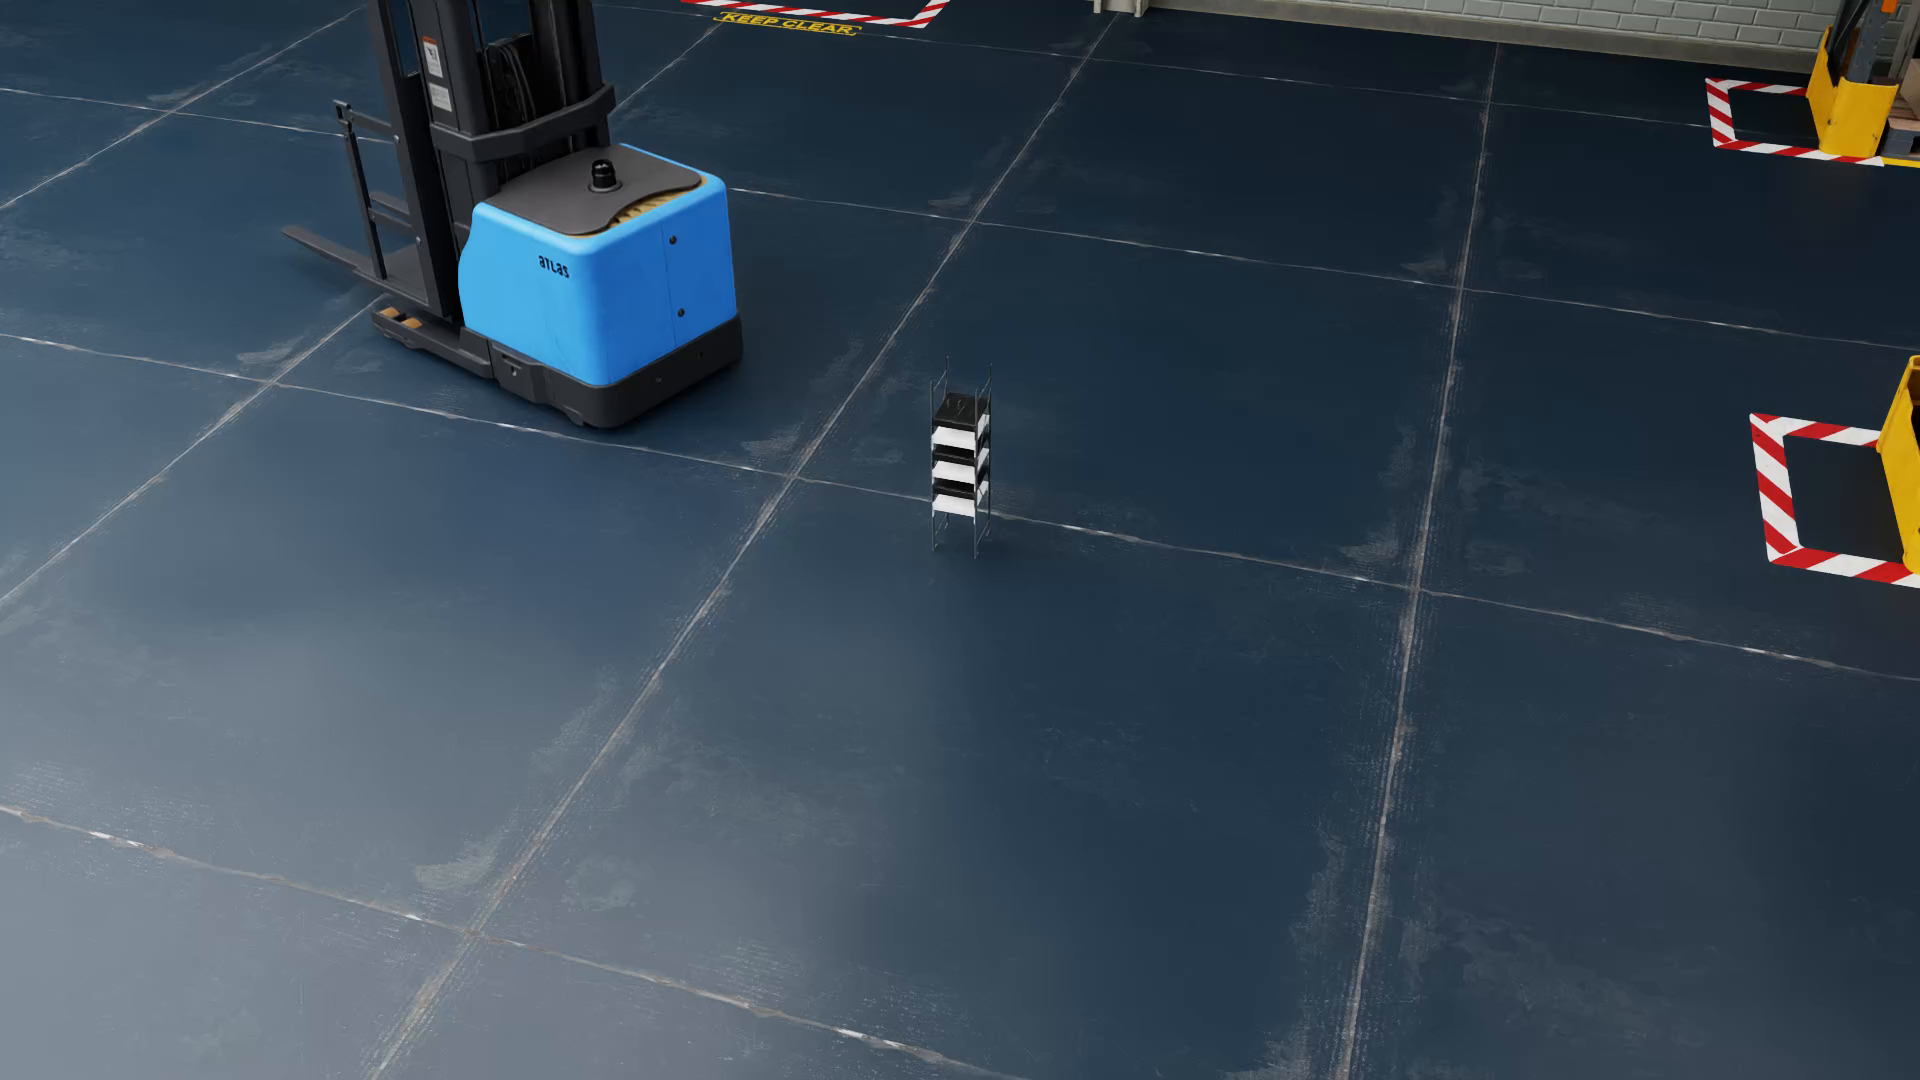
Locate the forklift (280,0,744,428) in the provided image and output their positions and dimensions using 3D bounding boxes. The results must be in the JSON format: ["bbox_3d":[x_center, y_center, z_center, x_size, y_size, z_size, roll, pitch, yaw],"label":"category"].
[{"bbox_3d":[-2.647,-2.458,8.617,3.031,2.935,1.130,25,43,30],"label":"forklift"}]

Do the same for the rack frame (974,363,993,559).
[{"bbox_3d":[0.105,-0.343,7.457,0.006,0.900,0.240,10,38,14],"label":"rack frame"}]

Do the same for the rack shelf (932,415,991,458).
[{"bbox_3d":[0.008,-0.479,7.394,0.200,0.077,0.258,10,38,14],"label":"rack shelf"}]

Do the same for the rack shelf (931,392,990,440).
[{"bbox_3d":[0.008,-0.552,7.341,0.200,0.077,0.258,10,38,14],"label":"rack shelf"}]

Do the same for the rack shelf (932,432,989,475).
[{"bbox_3d":[0.008,-0.407,7.448,0.200,0.077,0.258,10,38,14],"label":"rack shelf"}]

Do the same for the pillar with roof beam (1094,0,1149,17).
[{"bbox_3d":[0.045,-5.563,7.717,0.400,9.000,9.100,10,38,14],"label":"pillar with roof beam"}]

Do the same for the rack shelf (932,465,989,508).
[{"bbox_3d":[0.008,-0.262,7.554,0.200,0.077,0.258,10,38,14],"label":"rack shelf"}]

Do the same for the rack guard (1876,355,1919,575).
[{"bbox_3d":[4.633,-0.351,7.805,0.348,0.500,1.175,10,38,14],"label":"rack guard"}]

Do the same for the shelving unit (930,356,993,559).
[{"bbox_3d":[0.008,-0.361,7.481,0.210,0.900,0.258,10,38,14],"label":"shelving unit"}]

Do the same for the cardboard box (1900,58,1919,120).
[{"bbox_3d":[6.763,-3.078,11.298,0.500,0.311,0.500,6,37,9],"label":"cardboard box"}]

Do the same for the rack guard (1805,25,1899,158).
[{"bbox_3d":[6.202,-3.136,11.590,0.348,0.500,1.175,10,38,14],"label":"rack guard"}]

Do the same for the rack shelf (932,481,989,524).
[{"bbox_3d":[0.008,-0.189,7.608,0.200,0.077,0.258,10,38,14],"label":"rack shelf"}]

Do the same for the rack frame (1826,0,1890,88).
[{"bbox_3d":[6.130,-4.157,10.867,0.127,3.000,1.000,10,38,14],"label":"rack frame"}]

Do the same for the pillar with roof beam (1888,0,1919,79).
[{"bbox_3d":[5.772,-4.503,6.276,0.400,9.000,9.100,10,38,14],"label":"pillar with roof beam"}]

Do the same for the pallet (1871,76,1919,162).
[{"bbox_3d":[6.967,-2.857,11.453,1.213,0.211,1.003,10,38,14],"label":"pallet"}]

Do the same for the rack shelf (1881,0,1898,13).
[{"bbox_3d":[8.039,-3.513,10.600,4.000,0.370,1.077,10,38,14],"label":"rack shelf"}]

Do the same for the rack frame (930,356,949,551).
[{"bbox_3d":[-0.089,-0.379,7.506,0.006,0.900,0.240,10,38,14],"label":"rack frame"}]

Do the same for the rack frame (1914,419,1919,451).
[{"bbox_3d":[4.656,-1.353,7.058,0.127,3.000,1.000,10,38,14],"label":"rack frame"}]

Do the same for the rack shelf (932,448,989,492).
[{"bbox_3d":[0.008,-0.334,7.501,0.200,0.077,0.258,10,38,14],"label":"rack shelf"}]
